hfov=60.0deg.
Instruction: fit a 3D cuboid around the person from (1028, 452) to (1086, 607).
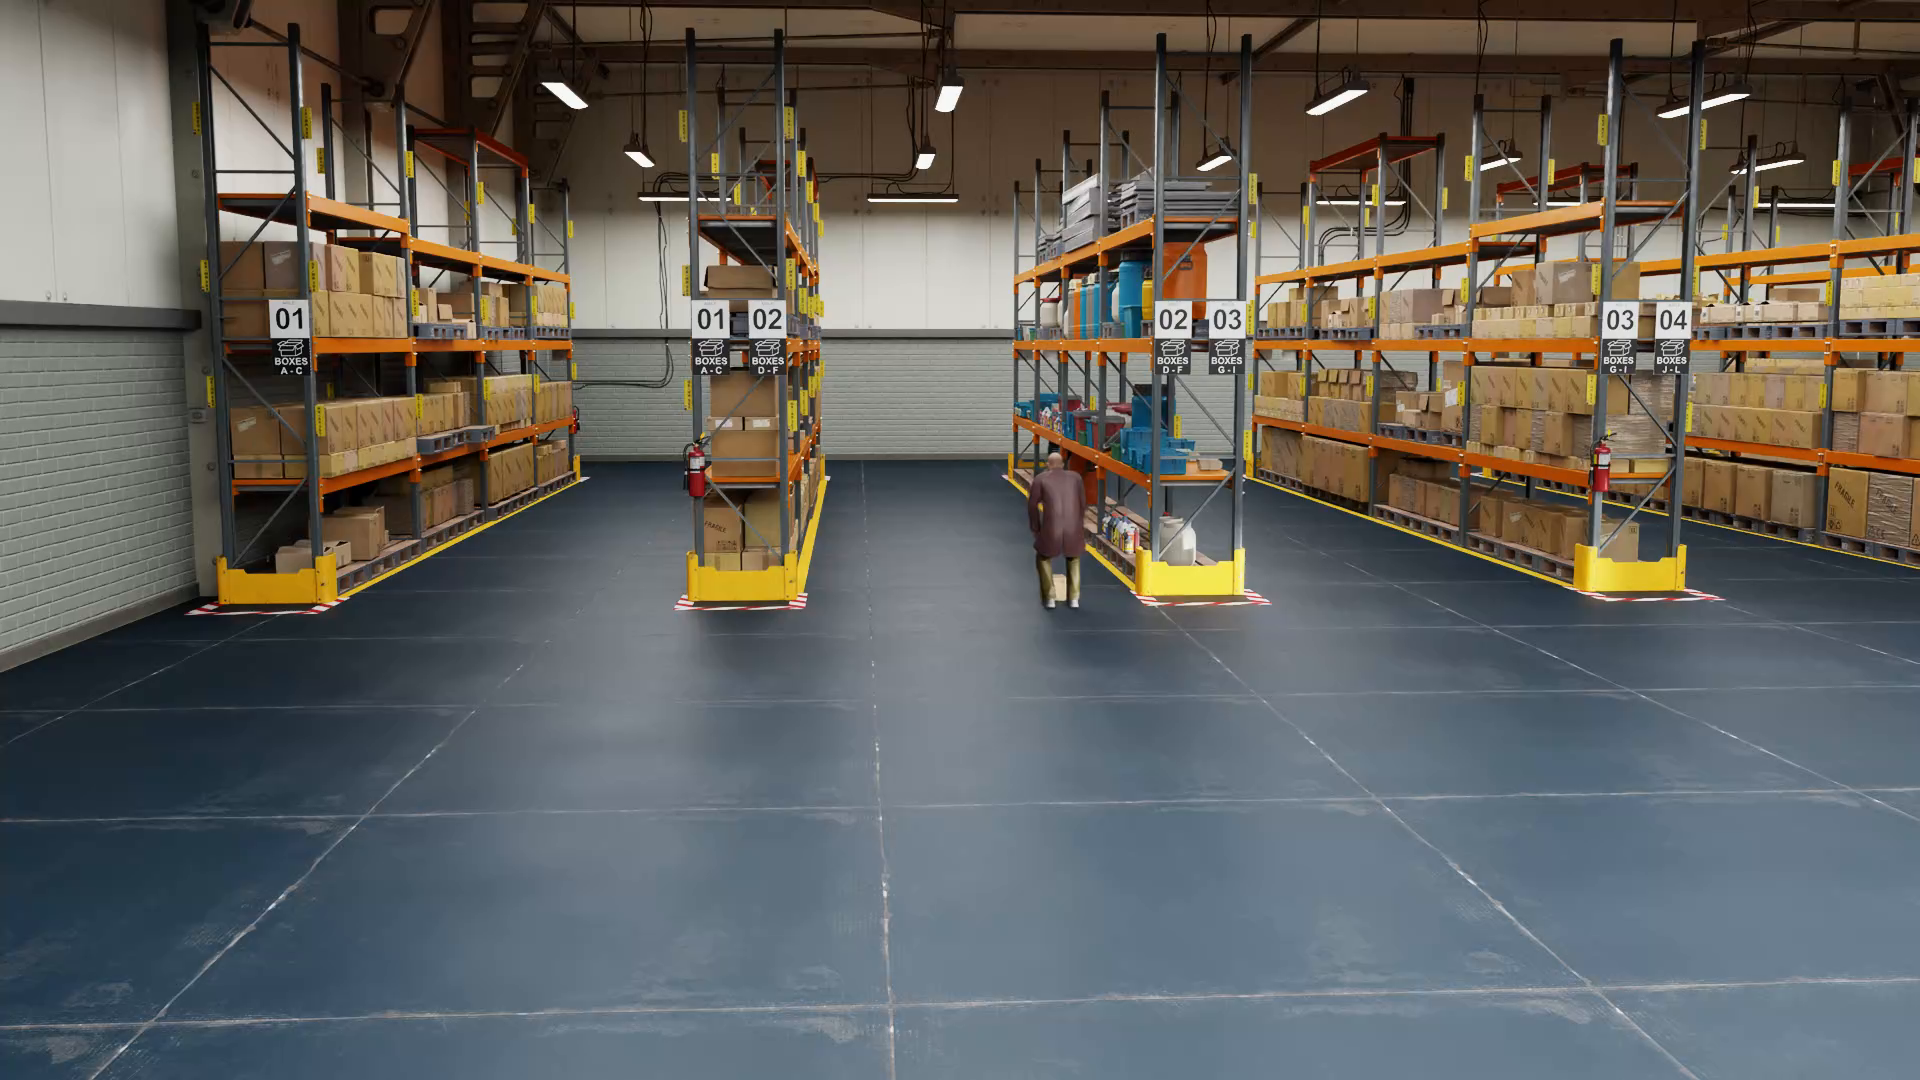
[{"bbox_3d":[1.019,-0.095,17.403,0.620,1.600,0.564,0,7,-3],"label":"person"}]
